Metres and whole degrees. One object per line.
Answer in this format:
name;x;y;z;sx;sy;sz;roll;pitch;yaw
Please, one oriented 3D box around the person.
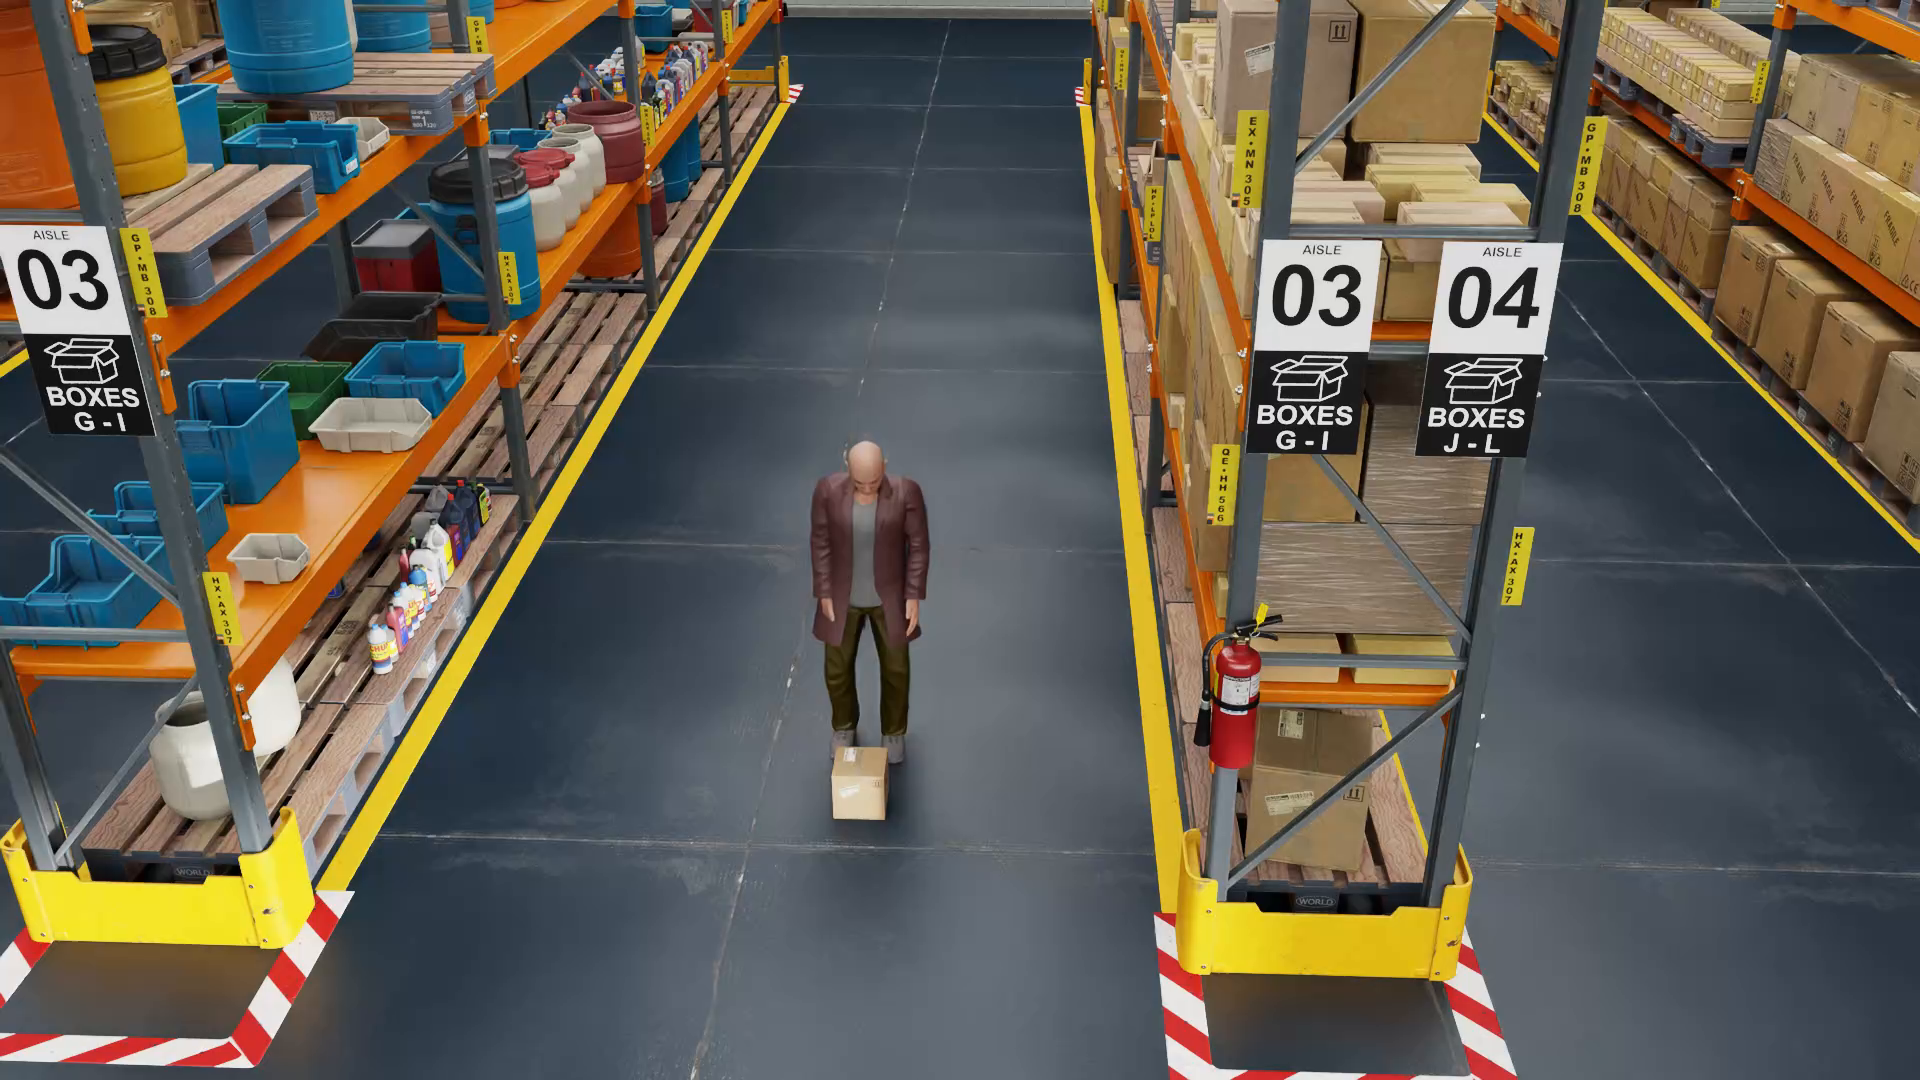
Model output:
person;-0.438;0.286;8.152;0.587;1.732;0.416;2;28;3
